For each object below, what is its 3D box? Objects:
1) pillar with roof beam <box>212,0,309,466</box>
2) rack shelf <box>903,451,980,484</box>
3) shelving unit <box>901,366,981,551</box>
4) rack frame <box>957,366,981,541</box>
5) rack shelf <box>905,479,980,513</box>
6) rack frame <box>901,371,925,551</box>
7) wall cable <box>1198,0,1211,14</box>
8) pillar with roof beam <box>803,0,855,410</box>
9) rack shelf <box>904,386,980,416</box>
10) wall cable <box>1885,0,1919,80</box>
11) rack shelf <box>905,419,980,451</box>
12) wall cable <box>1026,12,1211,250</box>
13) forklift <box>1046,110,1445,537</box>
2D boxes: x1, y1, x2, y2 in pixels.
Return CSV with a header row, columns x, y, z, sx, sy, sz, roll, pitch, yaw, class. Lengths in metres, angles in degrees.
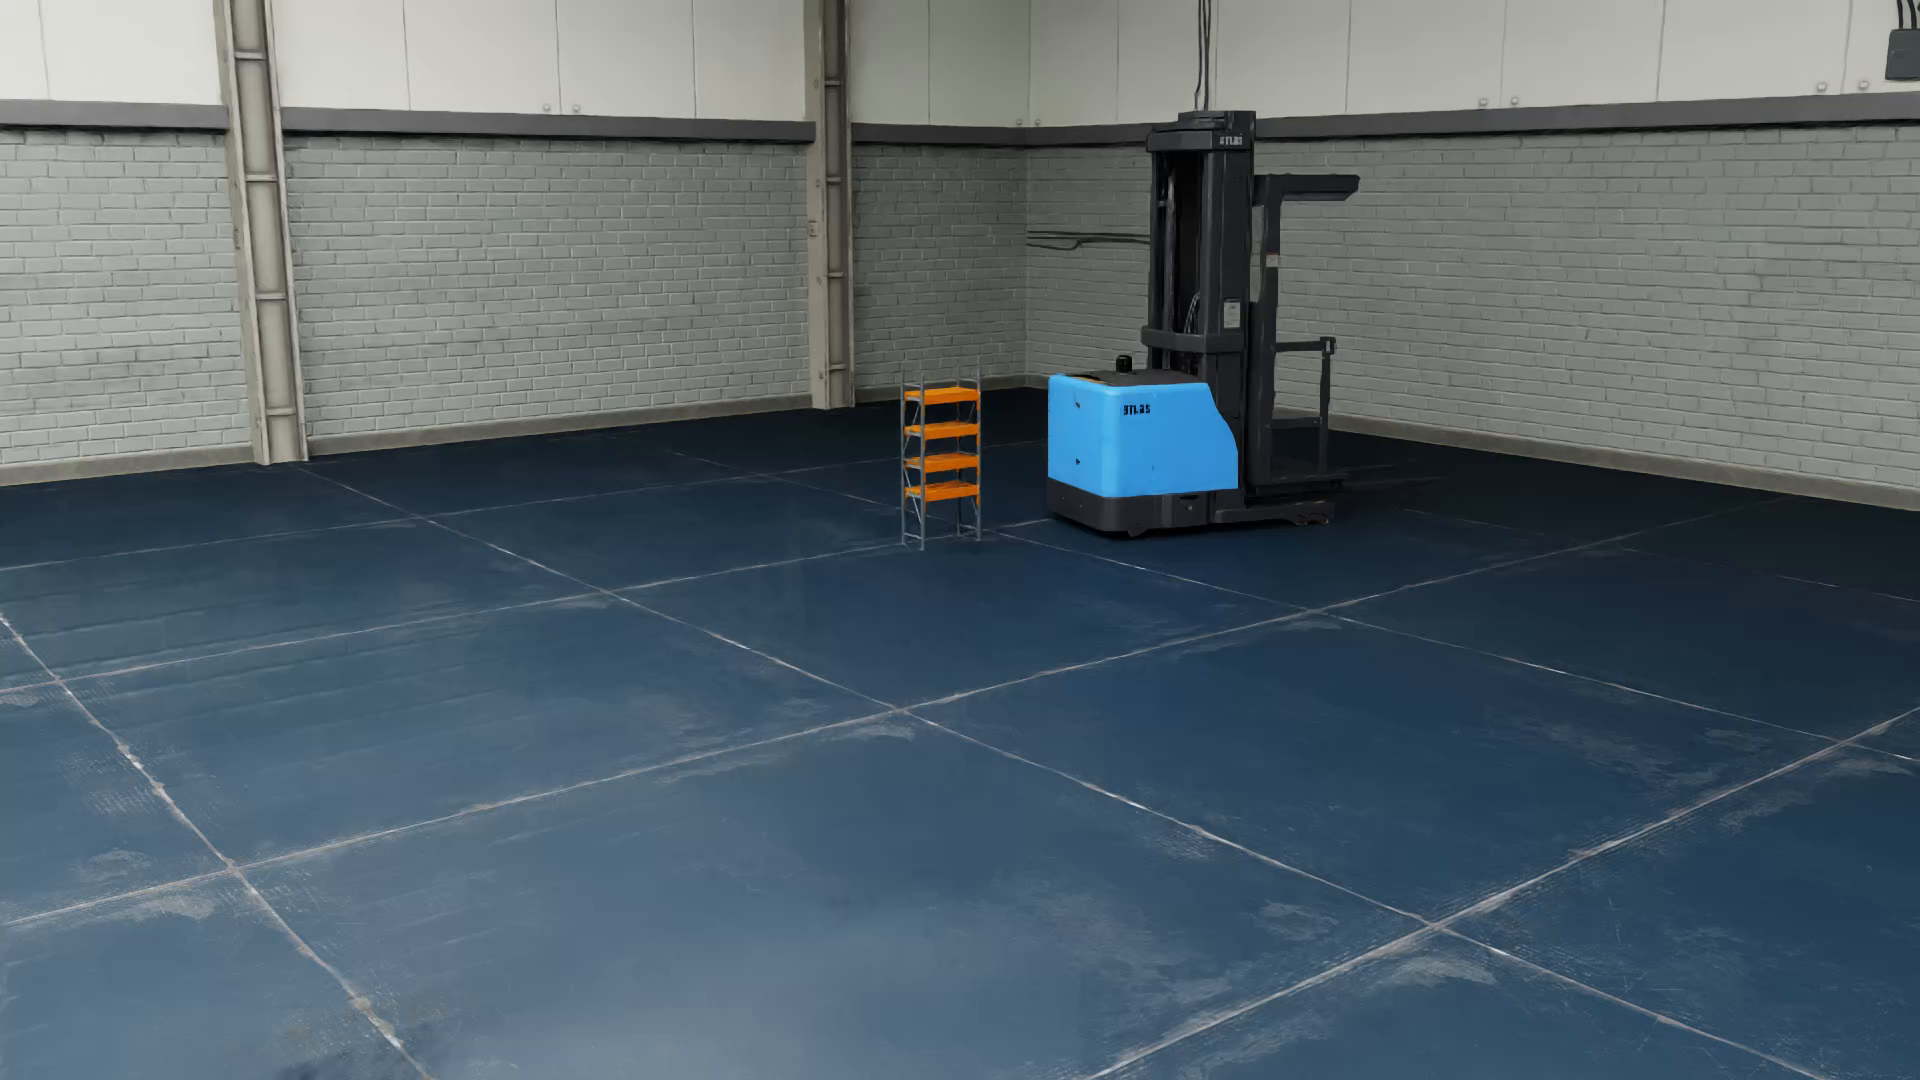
x,y,z,sx,sy,sz,roll,pitch,yaw,class
-3.420,-4.413,10.746,0.400,9.000,9.100,-9,15,-38,pillar with roof beam
-0.129,-0.500,11.417,0.480,0.148,0.258,-9,15,-38,rack shelf
-0.129,-0.565,11.403,0.503,1.200,0.258,-9,15,-38,shelving unit
0.061,-0.597,11.552,0.015,1.200,0.240,-9,15,-38,rack frame
-0.129,-0.305,11.458,0.480,0.148,0.258,-9,15,-38,rack shelf
-0.320,-0.534,11.254,0.015,1.200,0.240,-9,15,-38,rack frame
3.392,-6.570,16.223,0.112,2.526,3.097,-9,15,-38,wall cable
1.265,-5.191,14.413,0.400,9.000,9.100,-9,15,-38,pillar with roof beam
-0.129,-0.950,11.321,0.480,0.148,0.258,-9,15,-38,rack shelf
7.621,-6.179,10.877,0.169,6.003,2.305,-9,15,-38,wall cable
-0.129,-0.718,11.371,0.480,0.148,0.258,-9,15,-38,rack shelf
1.702,-4.539,18.814,0.112,2.526,3.097,-9,15,-38,wall cable
2.205,-1.633,12.264,3.031,2.935,1.130,-5,13,-22,forklift
